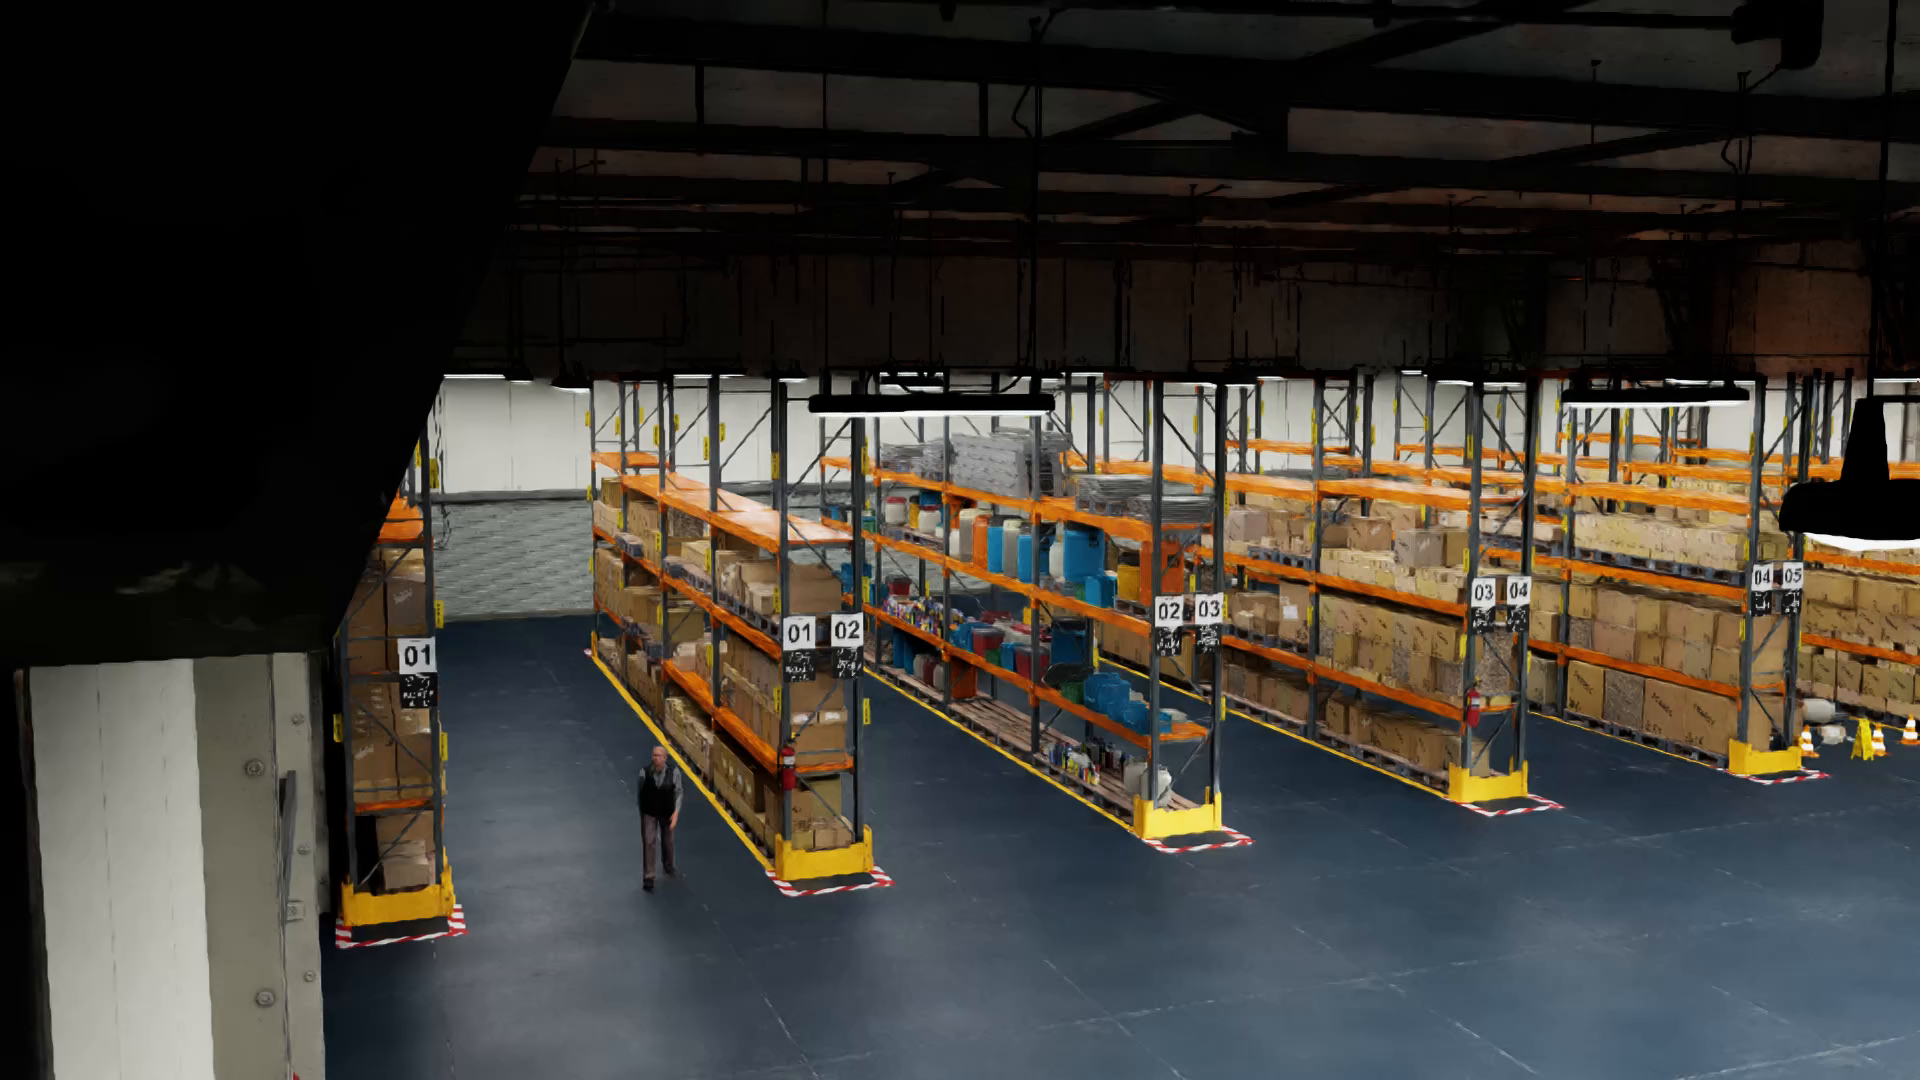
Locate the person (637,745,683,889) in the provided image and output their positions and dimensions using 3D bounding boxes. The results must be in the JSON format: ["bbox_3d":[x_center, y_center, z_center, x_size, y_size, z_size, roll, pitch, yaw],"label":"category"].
[{"bbox_3d":[-3.587,3.276,19.931,0.539,1.665,1.031,-1,7,-11],"label":"person"}]

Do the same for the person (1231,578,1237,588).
[{"bbox_3d":[5.645,1.646,33.981,0.469,1.758,0.642,-5,8,-40],"label":"person"}]

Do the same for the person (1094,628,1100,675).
[{"bbox_3d":[2.267,2.245,29.366,0.444,1.604,1.016,-3,7,-28],"label":"person"}]
